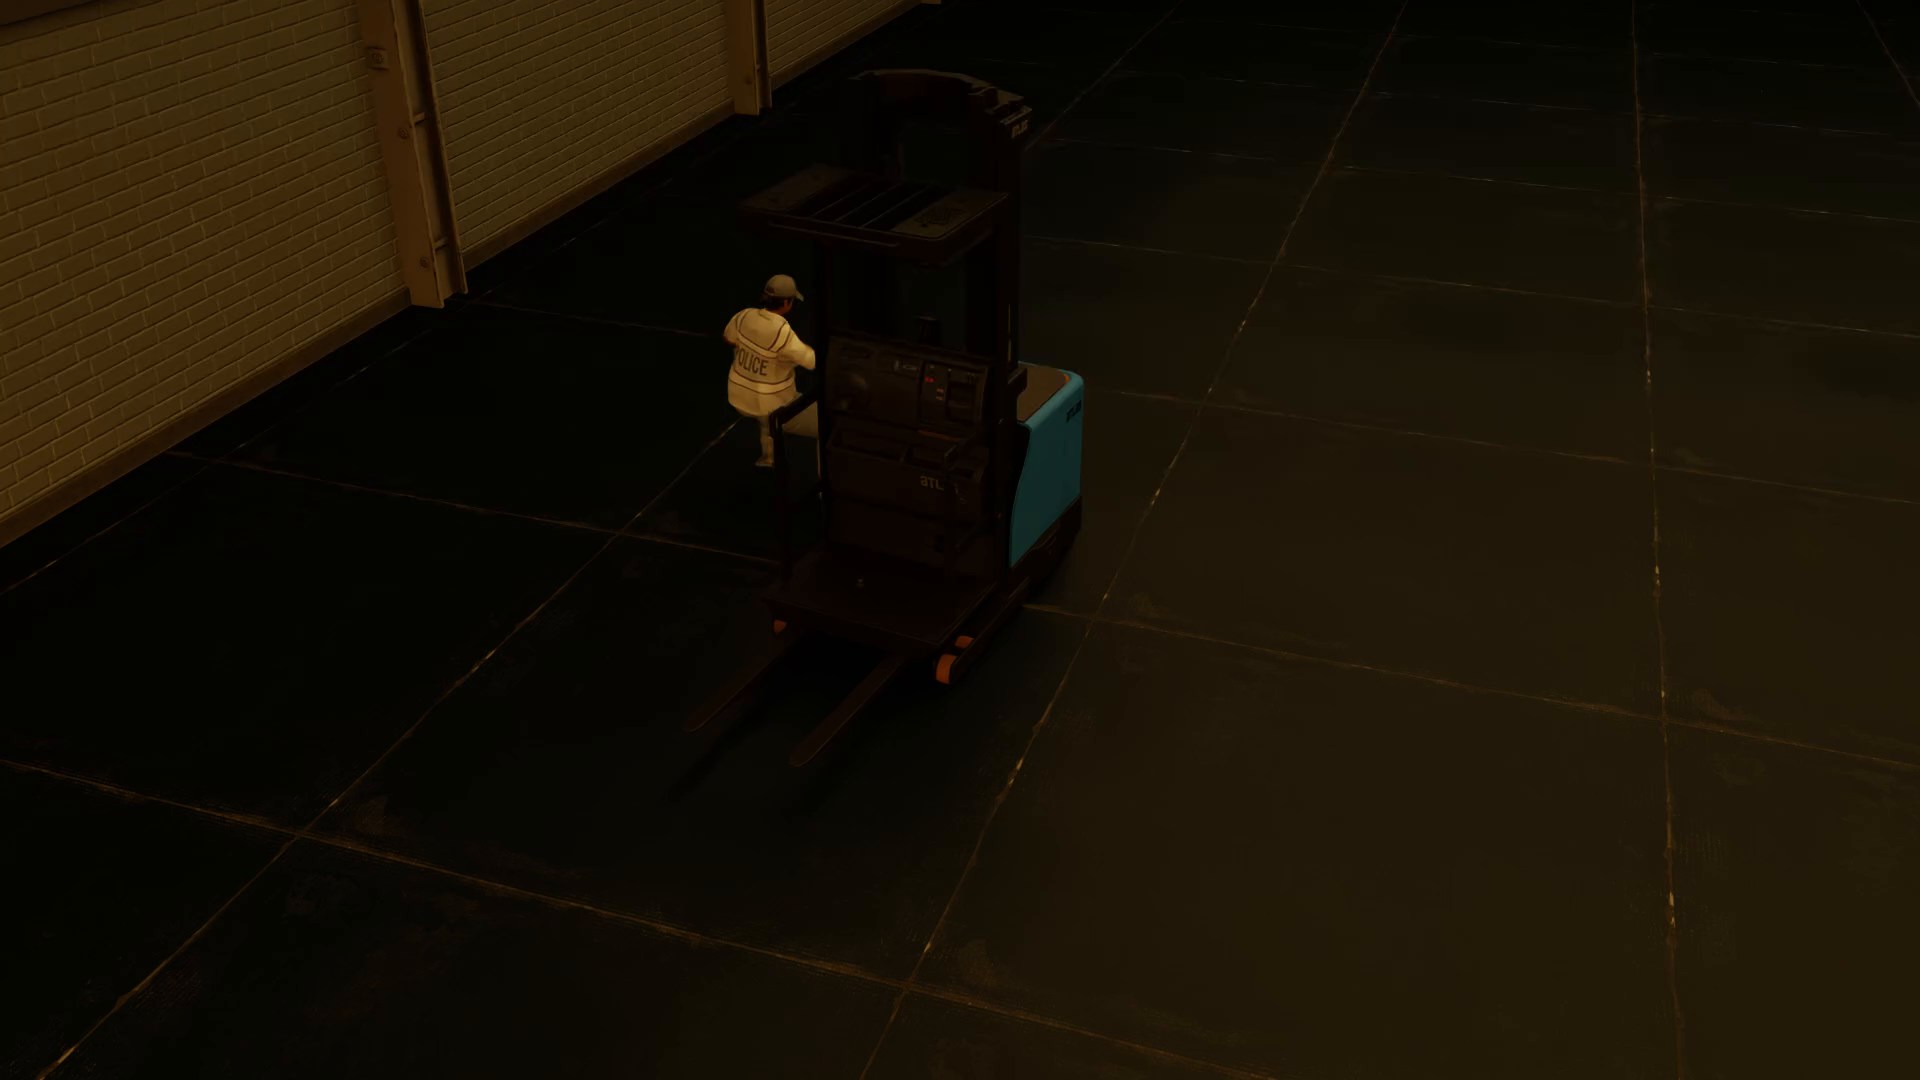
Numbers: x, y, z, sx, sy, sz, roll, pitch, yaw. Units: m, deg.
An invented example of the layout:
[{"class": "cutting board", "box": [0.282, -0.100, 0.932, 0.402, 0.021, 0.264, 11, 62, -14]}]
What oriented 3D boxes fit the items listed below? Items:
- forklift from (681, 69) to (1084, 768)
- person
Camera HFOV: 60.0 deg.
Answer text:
[{"class": "forklift", "box": [-0.377, -0.760, 8.470, 1.130, 2.935, 3.031, 14, 33, 23]}, {"class": "person", "box": [-1.058, -0.981, 10.331, 0.853, 1.477, 0.745, 19, 35, 30]}]
